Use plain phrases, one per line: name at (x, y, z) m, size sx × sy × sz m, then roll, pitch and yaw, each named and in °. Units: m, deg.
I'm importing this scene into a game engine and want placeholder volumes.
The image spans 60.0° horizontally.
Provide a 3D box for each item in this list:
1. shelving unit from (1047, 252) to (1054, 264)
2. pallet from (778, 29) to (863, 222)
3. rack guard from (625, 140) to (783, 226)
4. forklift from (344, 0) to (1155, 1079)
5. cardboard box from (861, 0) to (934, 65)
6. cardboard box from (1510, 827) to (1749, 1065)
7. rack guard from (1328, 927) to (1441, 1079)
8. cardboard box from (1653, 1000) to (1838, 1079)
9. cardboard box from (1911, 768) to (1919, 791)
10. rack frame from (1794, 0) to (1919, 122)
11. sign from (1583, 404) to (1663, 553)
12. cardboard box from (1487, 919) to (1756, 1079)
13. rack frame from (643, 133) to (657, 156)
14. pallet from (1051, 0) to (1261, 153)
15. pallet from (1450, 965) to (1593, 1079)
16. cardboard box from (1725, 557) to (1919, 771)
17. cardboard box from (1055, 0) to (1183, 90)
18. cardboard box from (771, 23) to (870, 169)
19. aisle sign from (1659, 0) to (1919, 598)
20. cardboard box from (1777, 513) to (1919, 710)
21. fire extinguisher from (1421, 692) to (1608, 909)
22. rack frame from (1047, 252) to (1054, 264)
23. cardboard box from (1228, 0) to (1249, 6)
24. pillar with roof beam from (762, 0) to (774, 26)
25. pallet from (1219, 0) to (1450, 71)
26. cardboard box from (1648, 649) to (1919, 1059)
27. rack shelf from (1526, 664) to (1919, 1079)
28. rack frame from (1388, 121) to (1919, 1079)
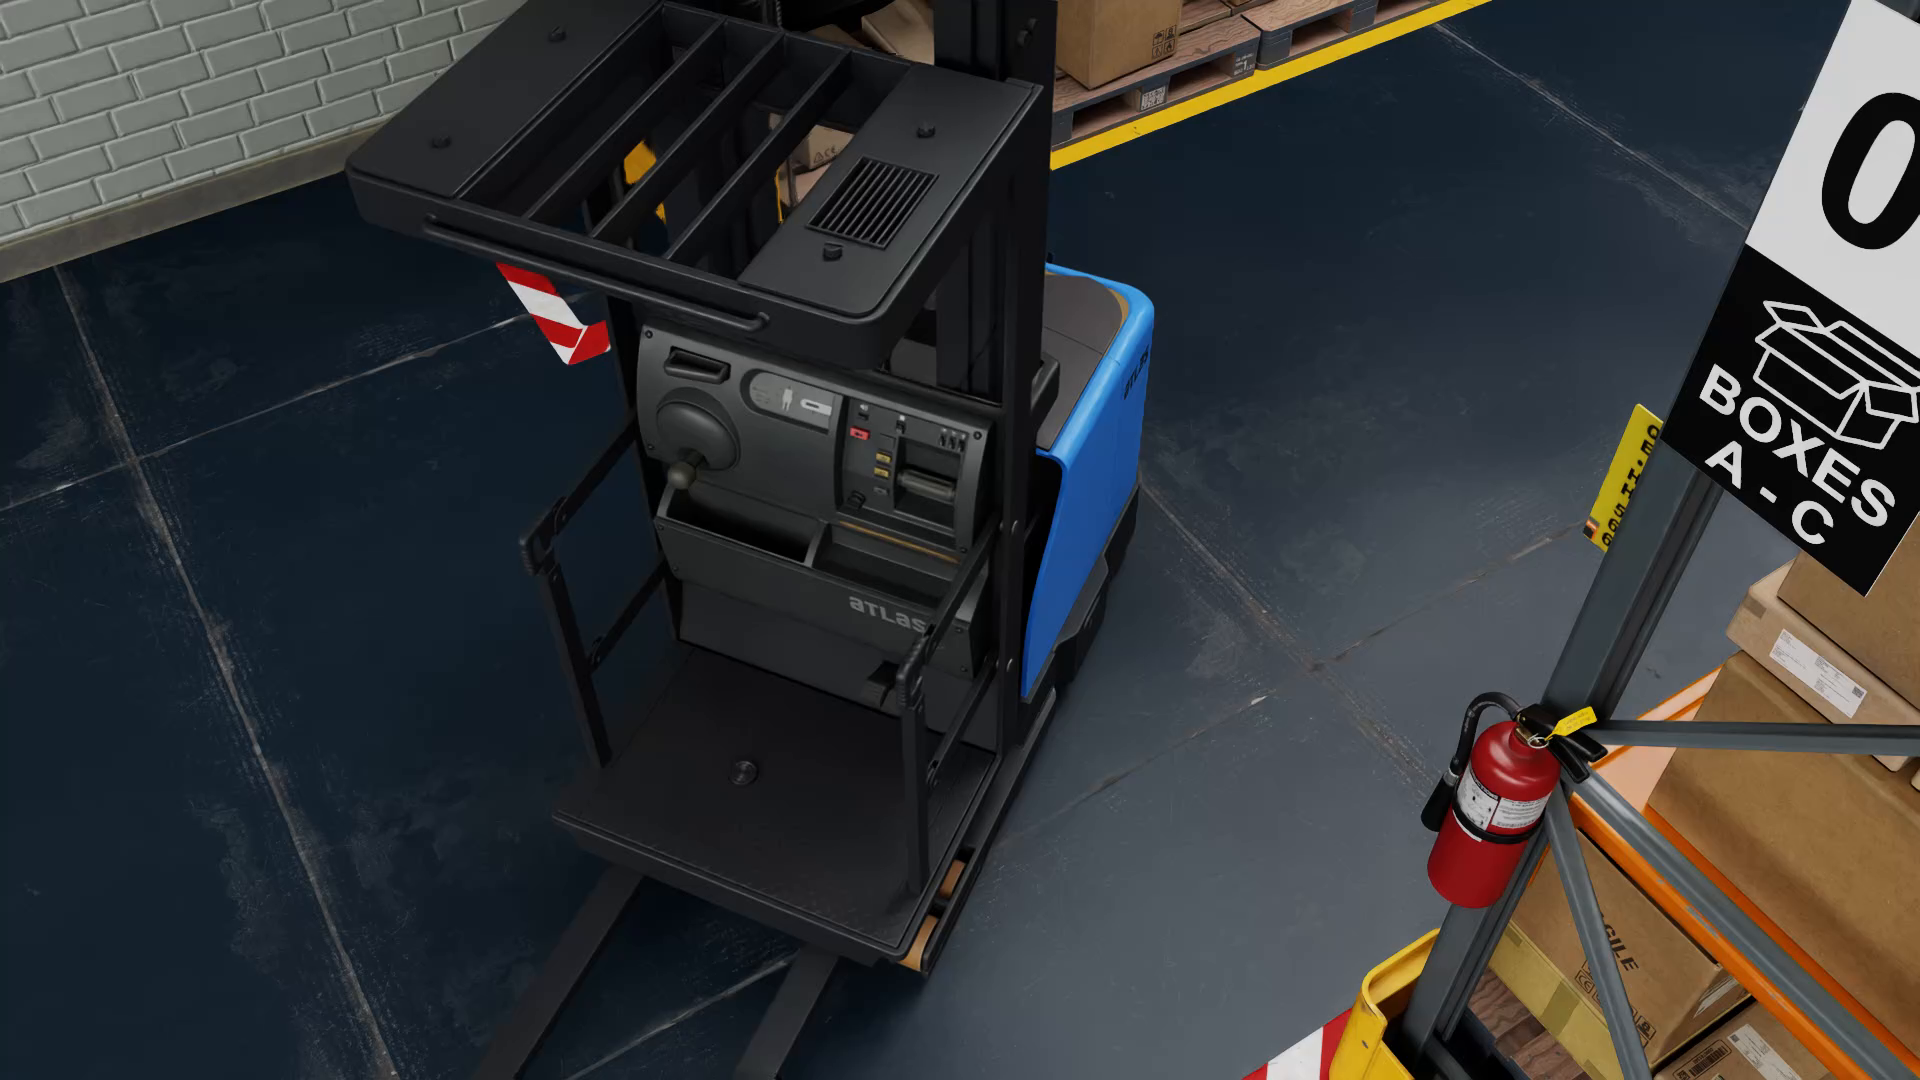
shelving unit at (0.151, -0.592, 5.674) m, size 0.258 × 0.900 × 0.210 m, roll 18°, pitch 51°, yaw 15°
pallet at (-0.433, -1.810, 7.220) m, size 1.213 × 0.211 × 1.003 m, roll -25°, pitch 53°, yaw -21°
rack guard at (-1.139, -1.604, 6.844) m, size 0.348 × 0.500 × 1.175 m, roll -25°, pitch 53°, yaw -21°
forklift at (-0.456, -0.142, 3.914) m, size 1.130 × 2.935 × 3.031 m, roll 18°, pitch 51°, yaw 15°
cardboard box at (-0.088, -2.103, 7.120) m, size 0.500 × 0.311 × 0.500 m, roll -21°, pitch 52°, yaw -18°
cardboard box at (1.737, 0.846, 4.046) m, size 0.500 × 0.500 × 0.500 m, roll -25°, pitch 53°, yaw -21°
rack guard at (1.422, 1.563, 4.023) m, size 0.348 × 0.500 × 1.175 m, roll -25°, pitch 53°, yaw -21°
cardboard box at (2.015, 1.424, 4.034) m, size 0.500 × 0.250 × 0.500 m, roll -25°, pitch 53°, yaw -21°
cardboard box at (1.889, 0.453, 2.837) m, size 0.250 × 0.149 × 0.380 m, roll -26°, pitch 53°, yaw -21°
rack frame at (1.443, -1.273, 0.858) m, size 0.127 × 3.000 × 1.000 m, roll -25°, pitch 53°, yaw -21°
sign at (1.165, -0.090, 2.888) m, size 0.005 × 0.325 × 0.100 m, roll -25°, pitch 53°, yaw -21°
cardboard box at (1.739, 1.096, 4.325) m, size 0.500 × 0.250 × 0.500 m, roll -25°, pitch 53°, yaw -21°
rack frame at (-1.204, -2.405, 5.883) m, size 0.127 × 3.000 × 1.000 m, roll -25°, pitch 53°, yaw -21°
pallet at (0.597, -2.293, 7.650) m, size 1.213 × 0.211 × 1.003 m, roll -25°, pitch 53°, yaw -21°
pallet at (2.067, 1.318, 4.435) m, size 1.213 × 0.211 × 1.003 m, roll -25°, pitch 53°, yaw -21°
cardboard box at (1.664, 0.200, 3.062) m, size 0.250 × 0.149 × 0.380 m, roll -26°, pitch 53°, yaw -21°
cardboard box at (0.559, -2.427, 7.282) m, size 0.500 × 0.500 × 0.700 m, roll -28°, pitch 54°, yaw -23°
cardboard box at (-0.571, -1.876, 6.918) m, size 0.500 × 0.311 × 0.500 m, roll -31°, pitch 55°, yaw -25°
aisle sign at (1.230, -0.302, 2.269) m, size 0.004 × 0.787 × 0.394 m, roll -25°, pitch 53°, yaw -21°
cardboard box at (1.889, 0.058, 2.754) m, size 0.500 × 0.500 × 0.700 m, roll -25°, pitch 53°, yaw -21°
fire extinguisher at (1.095, 0.501, 3.347) m, size 0.183 × 0.674 × 0.296 m, roll -25°, pitch 53°, yaw -21°
rack frame at (0.192, -0.661, 5.736) m, size 0.240 × 0.900 × 0.006 m, roll 18°, pitch 51°, yaw 15°
cardboard box at (1.323, -2.875, 7.681) m, size 0.500 × 0.500 × 0.500 m, roll -29°, pitch 54°, yaw -23°
pillar with roof beam at (1.224, -2.507, 1.957) m, size 0.400 × 9.000 × 9.100 m, roll -25°, pitch 53°, yaw -21°
pallet at (1.630, -2.782, 8.086) m, size 1.213 × 0.211 × 1.003 m, roll -25°, pitch 53°, yaw -21°
cardboard box at (1.844, 0.511, 3.220) m, size 0.500 × 0.500 × 0.700 m, roll -25°, pitch 53°, yaw -21°
rack shelf at (3.134, 0.164, 4.077) m, size 4.000 × 0.370 × 1.077 m, roll -25°, pitch 53°, yaw -21°
rack frame at (1.443, 0.722, 3.098) m, size 0.127 × 3.000 × 1.000 m, roll -25°, pitch 53°, yaw -21°
